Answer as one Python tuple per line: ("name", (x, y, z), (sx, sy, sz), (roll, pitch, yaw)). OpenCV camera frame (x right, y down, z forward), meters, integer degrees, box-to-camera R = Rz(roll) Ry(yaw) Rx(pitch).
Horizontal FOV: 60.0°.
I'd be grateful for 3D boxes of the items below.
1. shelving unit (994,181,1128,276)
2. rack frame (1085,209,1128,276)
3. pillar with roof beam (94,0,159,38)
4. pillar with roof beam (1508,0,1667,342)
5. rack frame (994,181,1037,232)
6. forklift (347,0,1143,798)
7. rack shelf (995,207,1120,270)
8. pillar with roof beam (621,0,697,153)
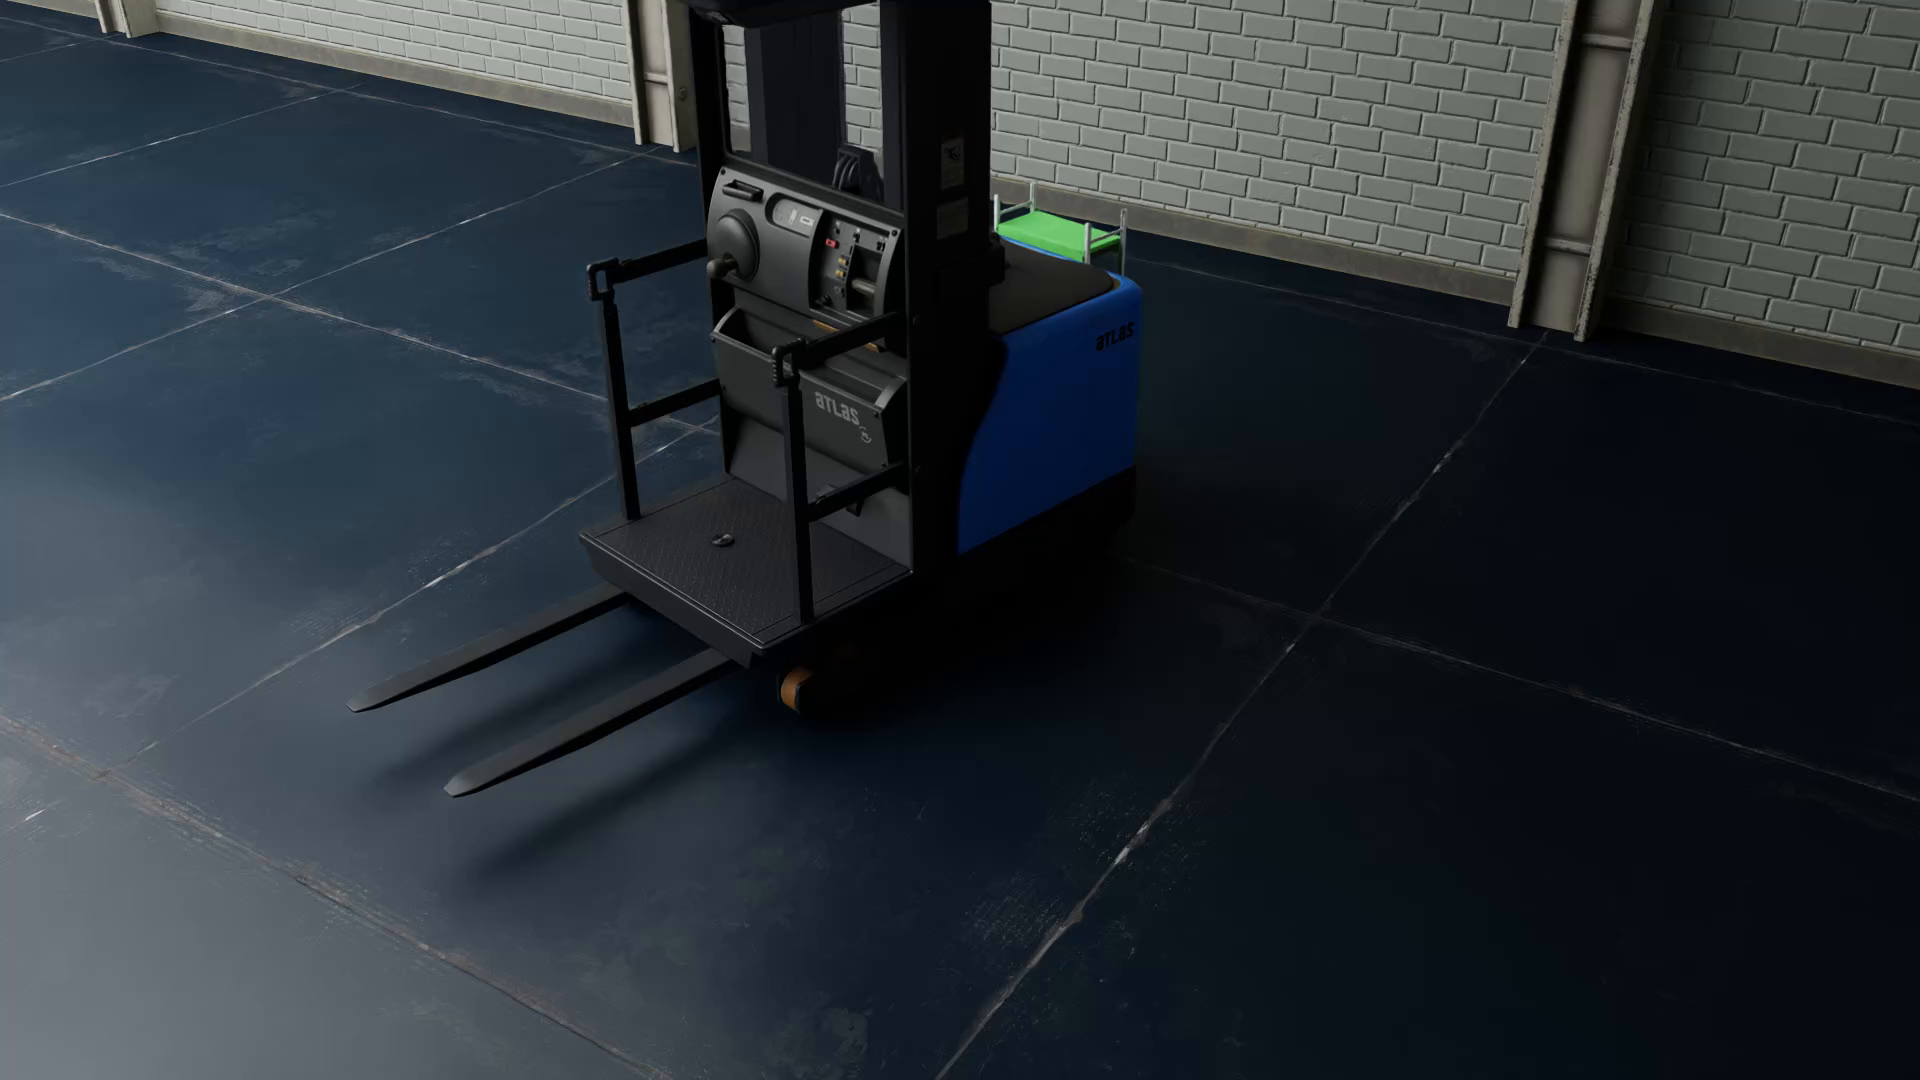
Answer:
("shelving unit", (0.405, -0.845, 7.009), (0.503, 1.200, 0.258), (26, 39, 37))
("rack frame", (0.579, -0.759, 6.861), (0.015, 1.200, 0.240), (26, 39, 37))
("pillar with roof beam", (-9.352, -6.392, 8.777), (0.400, 9.000, 9.100), (18, 35, 27))
("pillar with roof beam", (0.812, -3.178, 3.266), (0.400, 9.000, 9.100), (18, 35, 27))
("rack frame", (0.231, -0.932, 7.156), (0.015, 1.200, 0.240), (26, 39, 37))
("forklift", (-0.686, -0.961, 5.489), (1.130, 2.935, 3.031), (27, 40, 38))
("rack shelf", (0.405, -1.205, 6.799), (0.480, 0.148, 0.258), (26, 39, 37))
("pillar with roof beam", (-4.270, -4.785, 6.022), (0.400, 9.000, 9.100), (18, 35, 27))
